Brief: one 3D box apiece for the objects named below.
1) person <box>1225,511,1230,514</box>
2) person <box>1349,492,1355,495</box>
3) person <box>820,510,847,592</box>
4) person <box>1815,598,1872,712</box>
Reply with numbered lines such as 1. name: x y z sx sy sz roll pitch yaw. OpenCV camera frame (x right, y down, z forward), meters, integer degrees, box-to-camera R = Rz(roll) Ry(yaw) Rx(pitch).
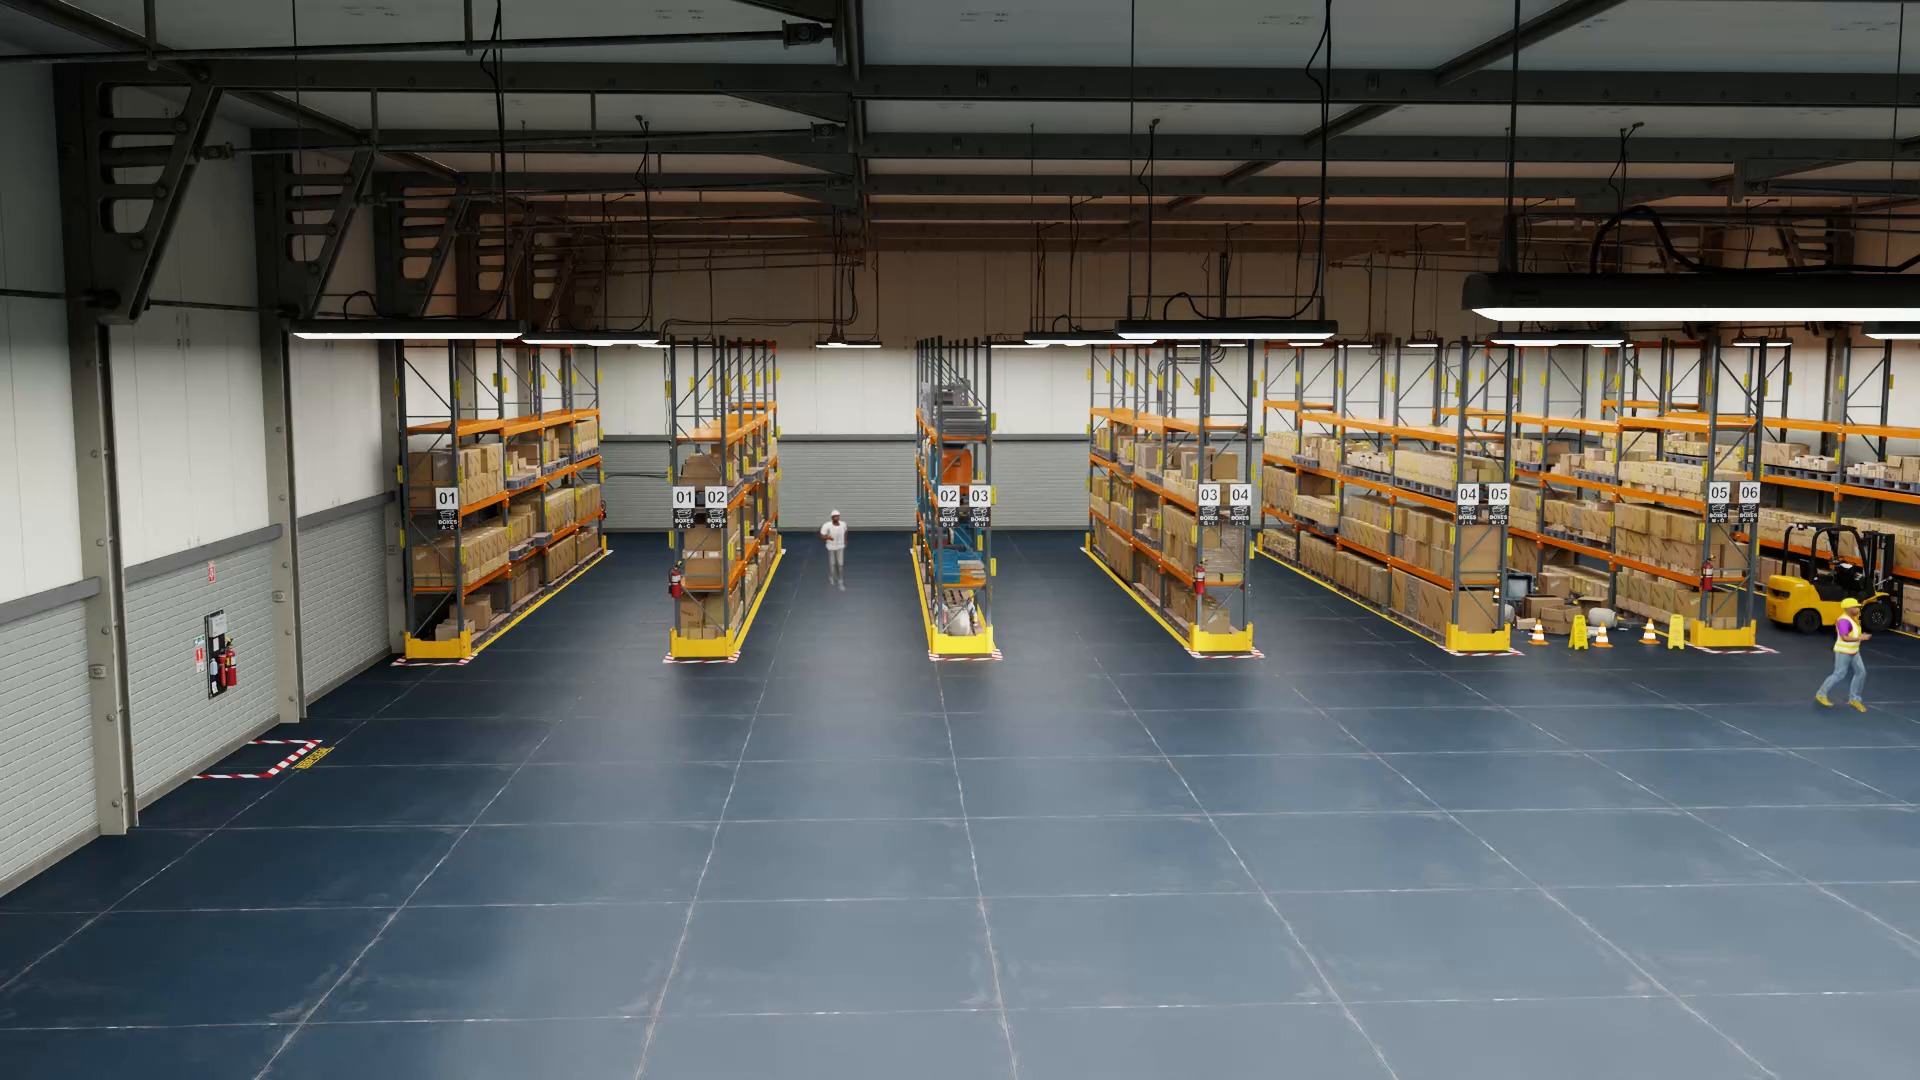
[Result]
1. person: 7.462 -0.573 48.079 0.784 1.693 0.579 5 8 35
2. person: 11.012 -0.457 46.885 0.642 1.787 0.763 -3 7 -24
3. person: -2.878 0.229 38.167 0.676 1.843 0.755 -2 7 -14
4. person: 14.136 1.832 26.552 0.720 1.832 0.787 -6 9 -44
